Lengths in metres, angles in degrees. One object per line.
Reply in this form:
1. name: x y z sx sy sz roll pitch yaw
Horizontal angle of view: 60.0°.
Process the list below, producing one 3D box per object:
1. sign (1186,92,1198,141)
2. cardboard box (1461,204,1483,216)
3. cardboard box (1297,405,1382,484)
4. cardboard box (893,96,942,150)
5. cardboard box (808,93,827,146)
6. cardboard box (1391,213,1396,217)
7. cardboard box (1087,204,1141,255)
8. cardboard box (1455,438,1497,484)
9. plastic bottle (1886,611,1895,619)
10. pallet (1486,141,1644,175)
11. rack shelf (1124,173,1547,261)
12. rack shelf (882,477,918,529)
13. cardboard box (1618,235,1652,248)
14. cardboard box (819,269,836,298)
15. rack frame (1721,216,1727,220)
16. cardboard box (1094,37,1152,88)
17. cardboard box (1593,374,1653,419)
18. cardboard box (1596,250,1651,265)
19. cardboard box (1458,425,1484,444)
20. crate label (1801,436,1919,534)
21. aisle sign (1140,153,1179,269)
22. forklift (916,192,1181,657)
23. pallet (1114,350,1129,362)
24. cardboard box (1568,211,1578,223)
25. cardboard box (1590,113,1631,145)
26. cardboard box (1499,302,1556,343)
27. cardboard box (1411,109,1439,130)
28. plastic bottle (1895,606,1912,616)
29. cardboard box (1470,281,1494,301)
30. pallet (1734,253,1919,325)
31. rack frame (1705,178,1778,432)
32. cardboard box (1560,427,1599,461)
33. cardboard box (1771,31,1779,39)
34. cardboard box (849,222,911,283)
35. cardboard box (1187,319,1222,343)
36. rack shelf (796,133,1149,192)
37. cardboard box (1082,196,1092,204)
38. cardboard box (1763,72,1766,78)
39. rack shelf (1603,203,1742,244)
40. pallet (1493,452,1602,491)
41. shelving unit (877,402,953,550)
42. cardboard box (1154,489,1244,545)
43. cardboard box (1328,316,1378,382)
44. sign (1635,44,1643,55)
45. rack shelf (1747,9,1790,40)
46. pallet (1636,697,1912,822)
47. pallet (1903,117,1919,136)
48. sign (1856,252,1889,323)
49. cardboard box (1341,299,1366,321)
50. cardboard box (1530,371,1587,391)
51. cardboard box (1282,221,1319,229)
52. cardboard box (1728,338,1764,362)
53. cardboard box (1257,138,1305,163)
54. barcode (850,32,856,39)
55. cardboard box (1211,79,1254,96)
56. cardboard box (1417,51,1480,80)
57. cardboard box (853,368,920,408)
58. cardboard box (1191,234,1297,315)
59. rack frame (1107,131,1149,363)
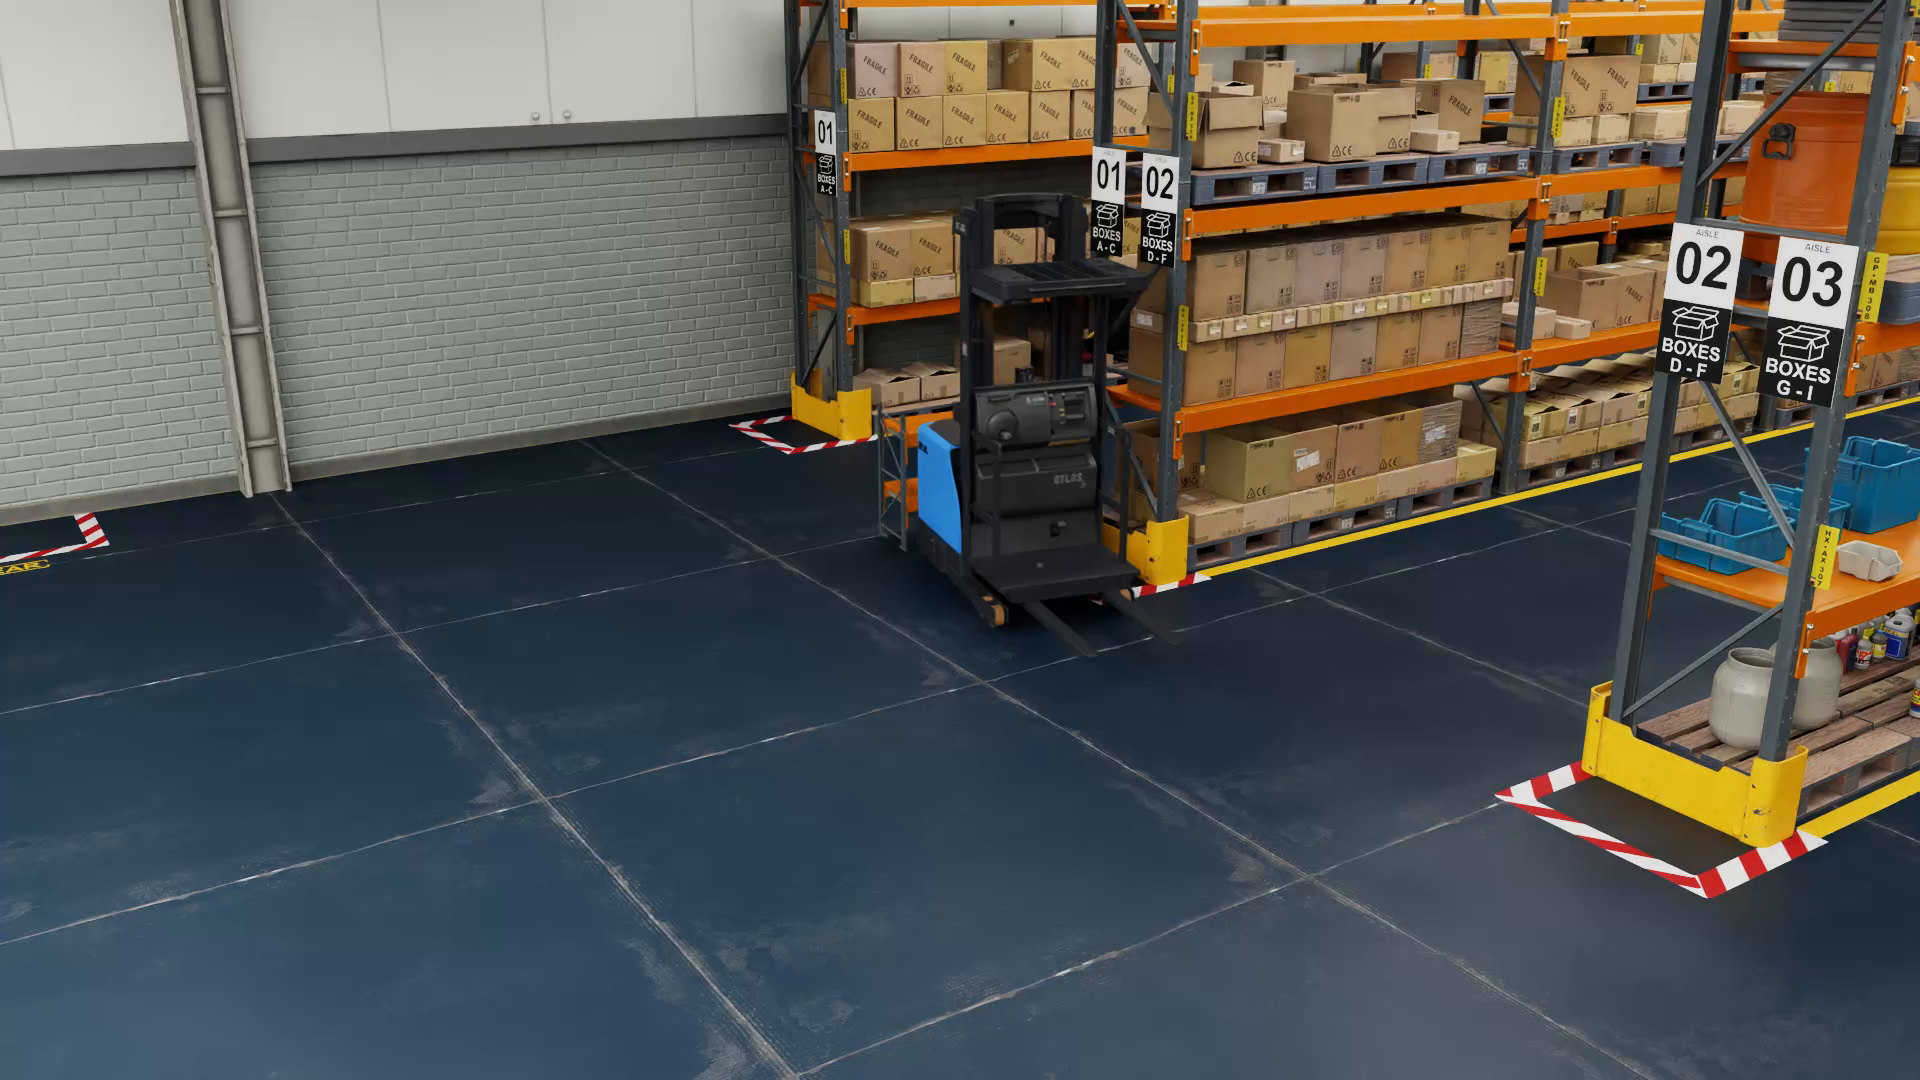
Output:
1. sign: 1.632 -2.978 11.697 0.005 0.325 0.100 -12 22 -31
2. cardboard box: 6.274 -4.293 21.107 0.500 0.500 0.500 -11 22 -30
3. cardboard box: 3.156 -0.805 13.908 0.500 0.500 0.500 -12 22 -31
4. cardboard box: -0.511 -4.134 16.418 0.500 0.500 0.500 -10 21 -28
5. cardboard box: -1.187 -4.198 16.608 0.500 0.500 0.500 -10 21 -28
6. cardboard box: 5.535 -4.340 21.245 0.500 0.500 0.500 -12 22 -31
7. cardboard box: 1.720 -3.411 18.183 0.500 0.500 0.500 -12 22 -32
8. cardboard box: 4.405 -0.715 14.815 0.500 0.250 0.500 -12 22 -31
9. plastic bottle: 6.173 0.527 11.056 0.133 0.283 0.061 -11 21 -29
10. pallet: 5.402 -3.448 14.876 1.217 0.209 0.805 -13 23 -34
11. rack shelf: 3.002 -2.687 13.449 4.000 0.370 1.077 -12 22 -31
12. rack shelf: -0.096 -0.362 13.822 1.000 0.278 0.538 -9 21 -24
13. cardboard box: 9.735 -4.286 23.975 0.250 0.149 0.380 -13 22 -33
14. cardboard box: -1.112 -2.652 17.107 0.500 0.250 0.500 -12 22 -31
15. rack frame: 11.967 -5.397 25.026 0.127 3.000 1.000 -12 22 -31
16. cardboard box: 1.675 -5.074 17.638 0.500 0.500 0.500 -14 23 -36
17. cardboard box: 6.438 -1.398 15.960 0.500 0.311 0.500 -11 22 -30
18. cardboard box: 9.307 -3.812 23.583 0.500 0.500 0.700 -12 22 -31
19. cardboard box: 4.859 -1.006 15.675 0.500 0.250 0.500 -12 22 -32
20. crate label: 5.441 -0.342 10.018 0.616 0.435 0.502 -12 22 -31
21. aisle sign: 1.445 -2.393 12.079 0.004 0.787 0.394 -12 22 -31
22. forklift: 0.631 -0.911 11.862 1.130 2.935 3.031 -7 20 -19
23. pallet: 2.594 -2.100 19.627 1.213 0.211 1.003 -12 22 -31
24. cardboard box: 8.061 -4.363 22.329 0.250 0.149 0.380 -11 22 -30
25. cardboard box: 5.649 -3.711 14.934 0.500 0.250 0.500 -15 24 -37
26. cardboard box: 5.059 -1.986 15.171 0.500 0.250 0.500 -10 21 -28
27. cardboard box: 3.656 -3.490 13.965 0.500 0.311 0.500 -13 23 -34
28. plastic bottle: 6.231 0.551 11.005 0.097 0.271 0.097 0 19 0
29. cardboard box: 4.355 -2.166 14.298 0.250 0.149 0.380 -12 22 -33
30. pallet: 4.797 -1.380 8.755 1.213 0.211 1.003 -12 22 -31
31. rack frame: 8.013 -2.664 16.940 0.127 3.000 1.000 -12 22 -31
32. cardboard box: 5.573 -0.950 15.509 0.500 0.250 0.500 -11 22 -30
33. cardboard box: 11.506 -7.147 23.769 0.500 0.500 0.500 -12 22 -32
34. cardboard box: -0.832 -2.876 16.601 0.500 0.500 0.500 -12 22 -31
35. cardboard box: 1.778 -1.621 12.686 0.250 0.149 0.380 -12 22 -32
36. rack shelf: 0.274 -4.011 17.366 4.000 0.370 1.077 -12 22 -31
37. cardboard box: 1.437 -3.550 18.595 0.500 0.500 0.500 -13 22 -33
38. cardboard box: 11.501 -6.793 23.895 0.500 0.250 0.500 -11 22 -30
39. rack shelf: 10.296 -4.704 24.099 4.000 0.370 1.077 -12 22 -31
40. pallet: 5.266 -0.778 15.718 1.213 0.211 1.003 -12 22 -31
41. shelving unit: -0.096 -0.594 13.744 1.048 1.125 0.538 -9 21 -24
42. cardboard box: 1.902 -0.186 13.249 0.500 0.250 0.500 -12 22 -31
43. cardboard box: 3.020 -1.654 13.798 0.500 0.500 0.700 -11 22 -30
44. sign: 8.933 -6.364 21.904 0.005 0.325 0.100 -12 22 -31
45. rack shelf: 9.683 -5.328 17.201 4.000 0.370 1.077 -12 22 -31
46. pallet: 4.772 1.224 9.794 1.213 0.211 1.003 -12 22 -31
47. pallet: 9.906 -4.421 17.747 1.003 0.211 1.213 -12 22 -31
48. sign: 4.352 -1.206 7.932 0.005 0.325 0.100 -12 22 -31
49. cardboard box: 3.062 -1.891 13.487 0.250 0.149 0.380 -12 22 -31
50. cardboard box: 5.702 -1.450 16.111 0.500 0.311 0.500 -12 22 -32
51. cardboard box: 3.870 -3.933 19.852 0.500 0.500 0.700 -12 22 -31
52. cardboard box: 8.665 -1.915 17.943 0.500 0.500 0.500 -11 22 -29
53. cardboard box: 2.411 -2.982 12.716 0.250 0.149 0.380 -12 22 -31
54. barcode: -1.078 -5.064 16.702 0.075 0.075 0.001 -12 22 -31
55. cardboard box: 2.960 -5.045 18.783 0.500 0.311 0.500 -11 22 -30
56. cardboard box: 6.072 -5.873 20.906 0.500 0.500 0.700 -13 23 -34
57. cardboard box: -0.769 -1.611 17.339 0.500 0.311 0.500 -15 24 -37
58. cardboard box: 2.209 -2.099 13.087 0.500 0.500 0.700 -13 22 -33
59. rack frame: 1.945 -3.283 18.774 0.127 3.000 1.000 -12 22 -31
